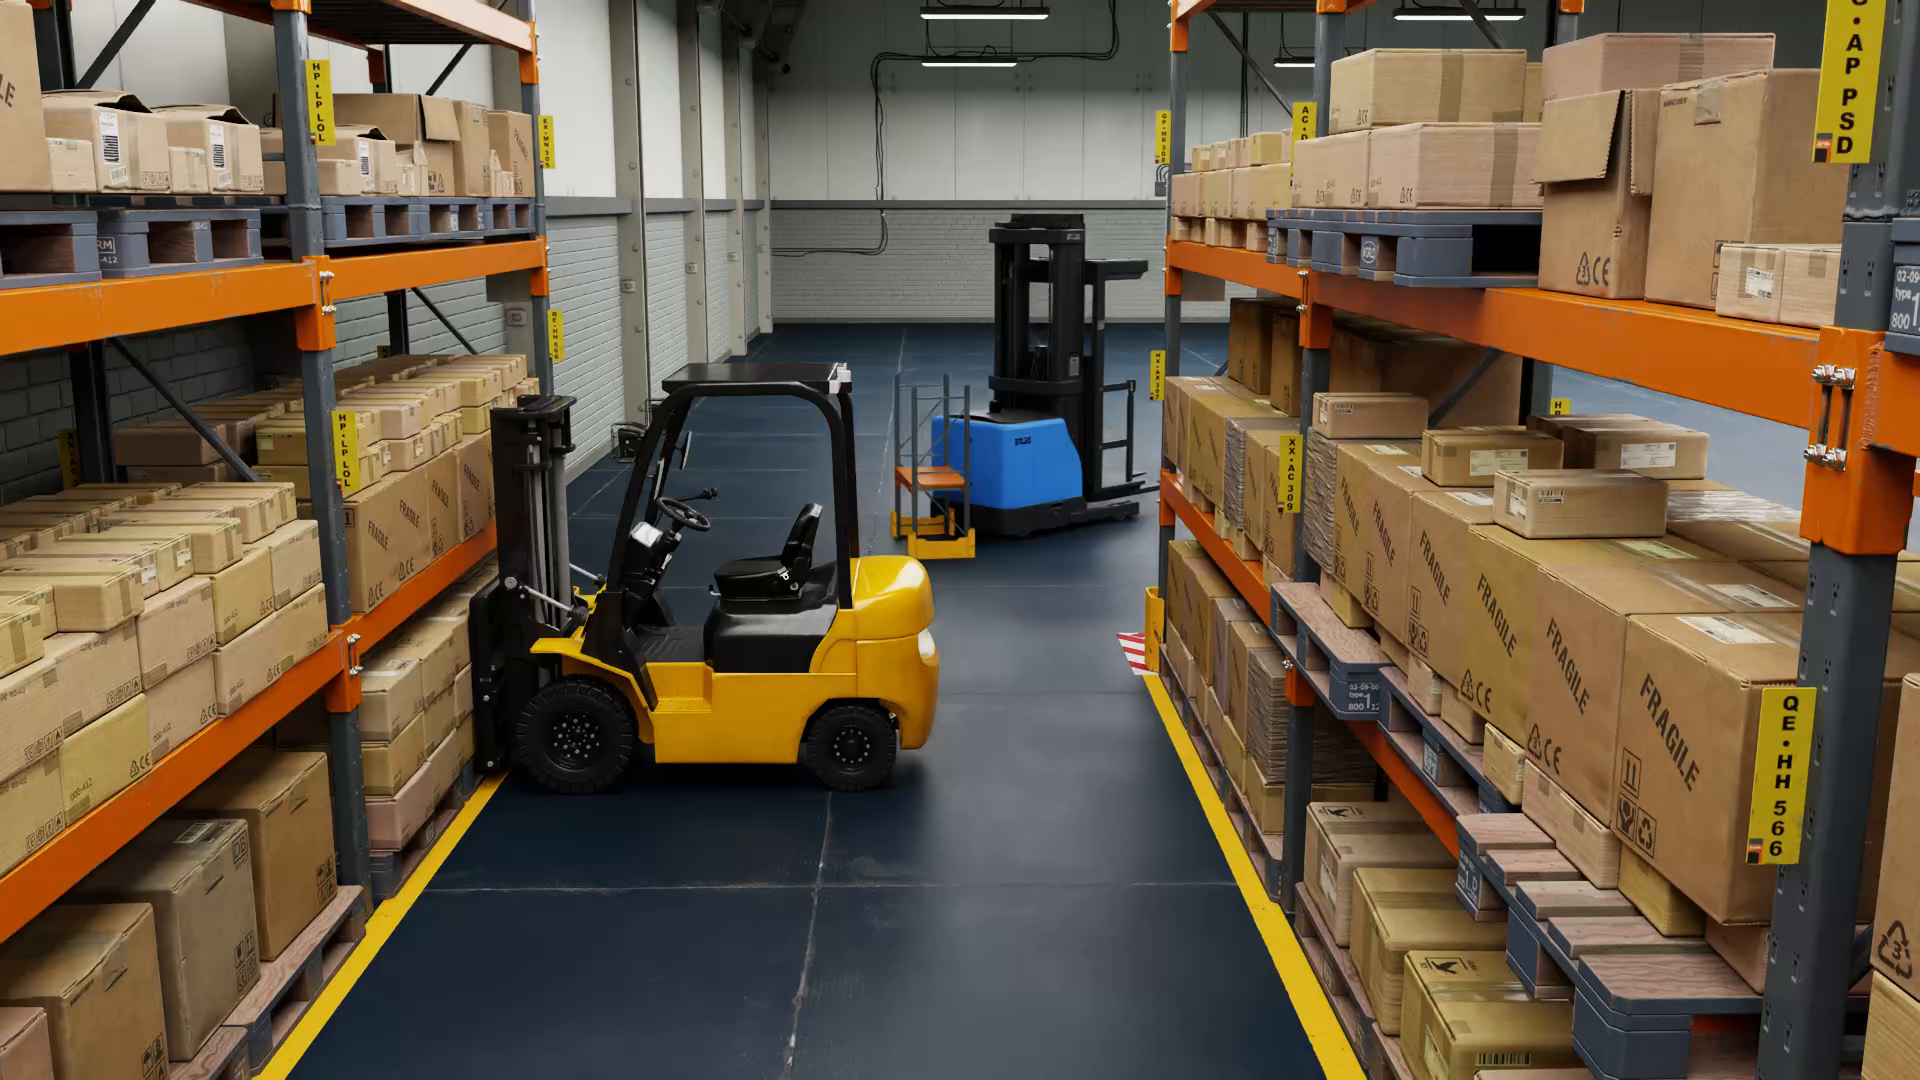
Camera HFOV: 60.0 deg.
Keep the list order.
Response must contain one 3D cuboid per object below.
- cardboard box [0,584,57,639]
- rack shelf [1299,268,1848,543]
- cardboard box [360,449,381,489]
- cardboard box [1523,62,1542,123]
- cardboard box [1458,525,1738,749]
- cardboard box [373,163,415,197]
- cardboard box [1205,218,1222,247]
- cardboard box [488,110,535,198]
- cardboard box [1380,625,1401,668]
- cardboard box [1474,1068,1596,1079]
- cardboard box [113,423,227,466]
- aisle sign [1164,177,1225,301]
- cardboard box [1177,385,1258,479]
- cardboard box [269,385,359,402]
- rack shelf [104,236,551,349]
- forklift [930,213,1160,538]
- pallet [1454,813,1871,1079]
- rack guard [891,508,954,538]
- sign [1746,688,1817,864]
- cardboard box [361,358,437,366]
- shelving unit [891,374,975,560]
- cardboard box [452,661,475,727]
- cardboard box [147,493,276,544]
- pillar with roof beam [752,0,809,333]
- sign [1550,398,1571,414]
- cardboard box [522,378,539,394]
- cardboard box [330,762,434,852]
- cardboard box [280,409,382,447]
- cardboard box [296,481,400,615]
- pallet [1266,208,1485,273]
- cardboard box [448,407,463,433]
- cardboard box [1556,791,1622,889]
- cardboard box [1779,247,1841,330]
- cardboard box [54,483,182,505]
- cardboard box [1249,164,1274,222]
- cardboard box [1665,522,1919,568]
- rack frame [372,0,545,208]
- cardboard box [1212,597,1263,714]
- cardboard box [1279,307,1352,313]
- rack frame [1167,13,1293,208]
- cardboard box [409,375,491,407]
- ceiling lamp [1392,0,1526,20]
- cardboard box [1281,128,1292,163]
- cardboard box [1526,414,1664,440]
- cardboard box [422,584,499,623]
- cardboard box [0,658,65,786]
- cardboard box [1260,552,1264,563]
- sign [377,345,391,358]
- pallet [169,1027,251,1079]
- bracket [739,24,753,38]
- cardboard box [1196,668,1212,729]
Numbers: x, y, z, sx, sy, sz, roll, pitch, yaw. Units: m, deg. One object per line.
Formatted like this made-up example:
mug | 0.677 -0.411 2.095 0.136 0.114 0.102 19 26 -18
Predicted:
cardboard box | -2.820 0.224 4.717 0.380 0.149 0.250 0 11 -1
rack shelf | 1.952 -0.573 4.793 1.077 0.370 4.000 0 11 -1
cardboard box | -2.802 -0.314 7.373 0.380 0.149 0.250 0 11 0
cardboard box | 2.050 -1.585 6.040 0.500 0.250 0.500 0 11 0
cardboard box | 1.673 0.250 4.420 0.500 0.500 0.500 -1 12 -5
cardboard box | -2.773 -1.677 7.750 0.380 0.149 0.250 0 11 1
cardboard box | 1.541 -1.671 9.028 0.380 0.149 0.250 0 11 -1
cardboard box | -2.881 -2.314 10.006 0.500 0.500 0.500 0 11 1
cardboard box | 1.649 0.333 5.641 0.380 0.149 0.250 0 11 0
cardboard box | 1.969 1.765 4.557 0.950 0.372 0.625 0 11 -2
cardboard box | -3.360 -0.406 7.078 0.380 0.149 0.250 0 11 -1
aisle sign | 1.517 -1.933 10.695 0.394 0.787 0.004 0 11 -1
cardboard box | 1.575 -0.644 9.882 0.500 0.500 0.500 0 11 1
cardboard box | -3.328 -0.712 8.582 0.380 0.149 0.250 0 11 0
rack shelf | -3.093 -1.347 8.609 1.077 0.370 4.000 0 11 -1
forklift | 1.115 -1.684 16.181 1.130 2.935 3.031 11 16 44
pallet | 1.873 0.895 3.776 1.213 0.211 1.003 0 11 -1
rack guard | -0.346 -0.159 15.406 0.587 0.250 0.087 -2 12 -10
sign | 1.451 0.418 2.933 0.100 0.325 0.005 0 11 -1
cardboard box | -3.398 -1.019 10.096 0.380 0.149 0.250 0 11 1
shelving unit | -0.256 -0.674 14.802 0.587 1.500 1.083 -2 12 -10
cardboard box | -2.764 0.768 8.524 0.500 0.250 0.500 0 11 -2
cardboard box | -2.799 -0.080 6.218 0.380 0.149 0.250 0 11 -2
pillar with roof beam | -0.337 -9.406 38.980 9.100 9.000 0.548 0 11 -1
sign | 2.466 -0.423 6.879 0.100 0.325 0.005 0 11 -1
cardboard box | -2.847 -0.926 10.386 0.380 0.149 0.250 0 11 0
cardboard box | -2.730 1.213 7.588 0.500 0.250 0.500 0 11 -1
cardboard box | -2.871 -0.511 7.594 0.380 0.149 0.250 0 11 -2
cardboard box | -2.800 0.030 7.306 0.500 0.500 0.500 -1 11 -3
pallet | 1.817 -1.108 6.093 1.213 0.211 1.003 0 11 -1
cardboard box | -2.881 -0.621 8.884 0.380 0.149 0.250 0 11 -2
cardboard box | 1.624 0.693 3.867 0.380 0.149 0.250 0 11 -2
cardboard box | 1.777 -0.466 3.092 0.380 0.149 0.250 0 11 -1
cardboard box | -3.259 -0.128 6.452 0.380 0.149 0.250 0 11 -2
cardboard box | 1.621 -1.582 7.589 0.500 0.250 0.500 0 11 -2
cardboard box | 2.180 0.242 4.455 0.500 0.500 0.500 0 11 0
rack frame | -3.134 -3.567 10.198 1.000 3.000 0.127 0 11 -1
cardboard box | 1.607 0.602 8.709 0.500 0.500 0.500 0 11 2
cardboard box | 2.174 -1.030 9.270 0.700 0.500 0.500 0 11 -2
rack frame | 1.828 -3.588 10.303 1.000 3.000 0.127 0 11 -1
cardboard box | -2.789 -0.816 9.096 0.380 0.149 0.250 0 11 0
ceiling lamp | 7.764 -9.720 25.846 2.000 3.185 0.800 0 11 -1
cardboard box | 1.604 -1.704 7.187 0.380 0.149 0.250 -1 11 -3
cardboard box | 2.174 -0.343 5.711 0.380 0.149 0.250 -1 11 -3
cardboard box | -2.773 0.418 8.991 0.500 0.250 0.500 0 11 -2
cardboard box | -2.736 0.499 4.365 0.500 0.250 0.500 -1 11 -3
cardboard box | 1.669 0.056 8.059 0.380 0.149 0.250 0 11 -2
sign | -3.689 -1.089 10.696 0.100 0.325 0.005 0 11 -1
pallet | -2.969 1.924 5.233 1.003 0.211 1.213 0 11 -1
bracket | -4.153 -9.879 32.256 0.235 0.232 0.430 0 11 -1
cardboard box | 1.596 0.865 9.300 0.500 0.250 0.500 1 11 3
